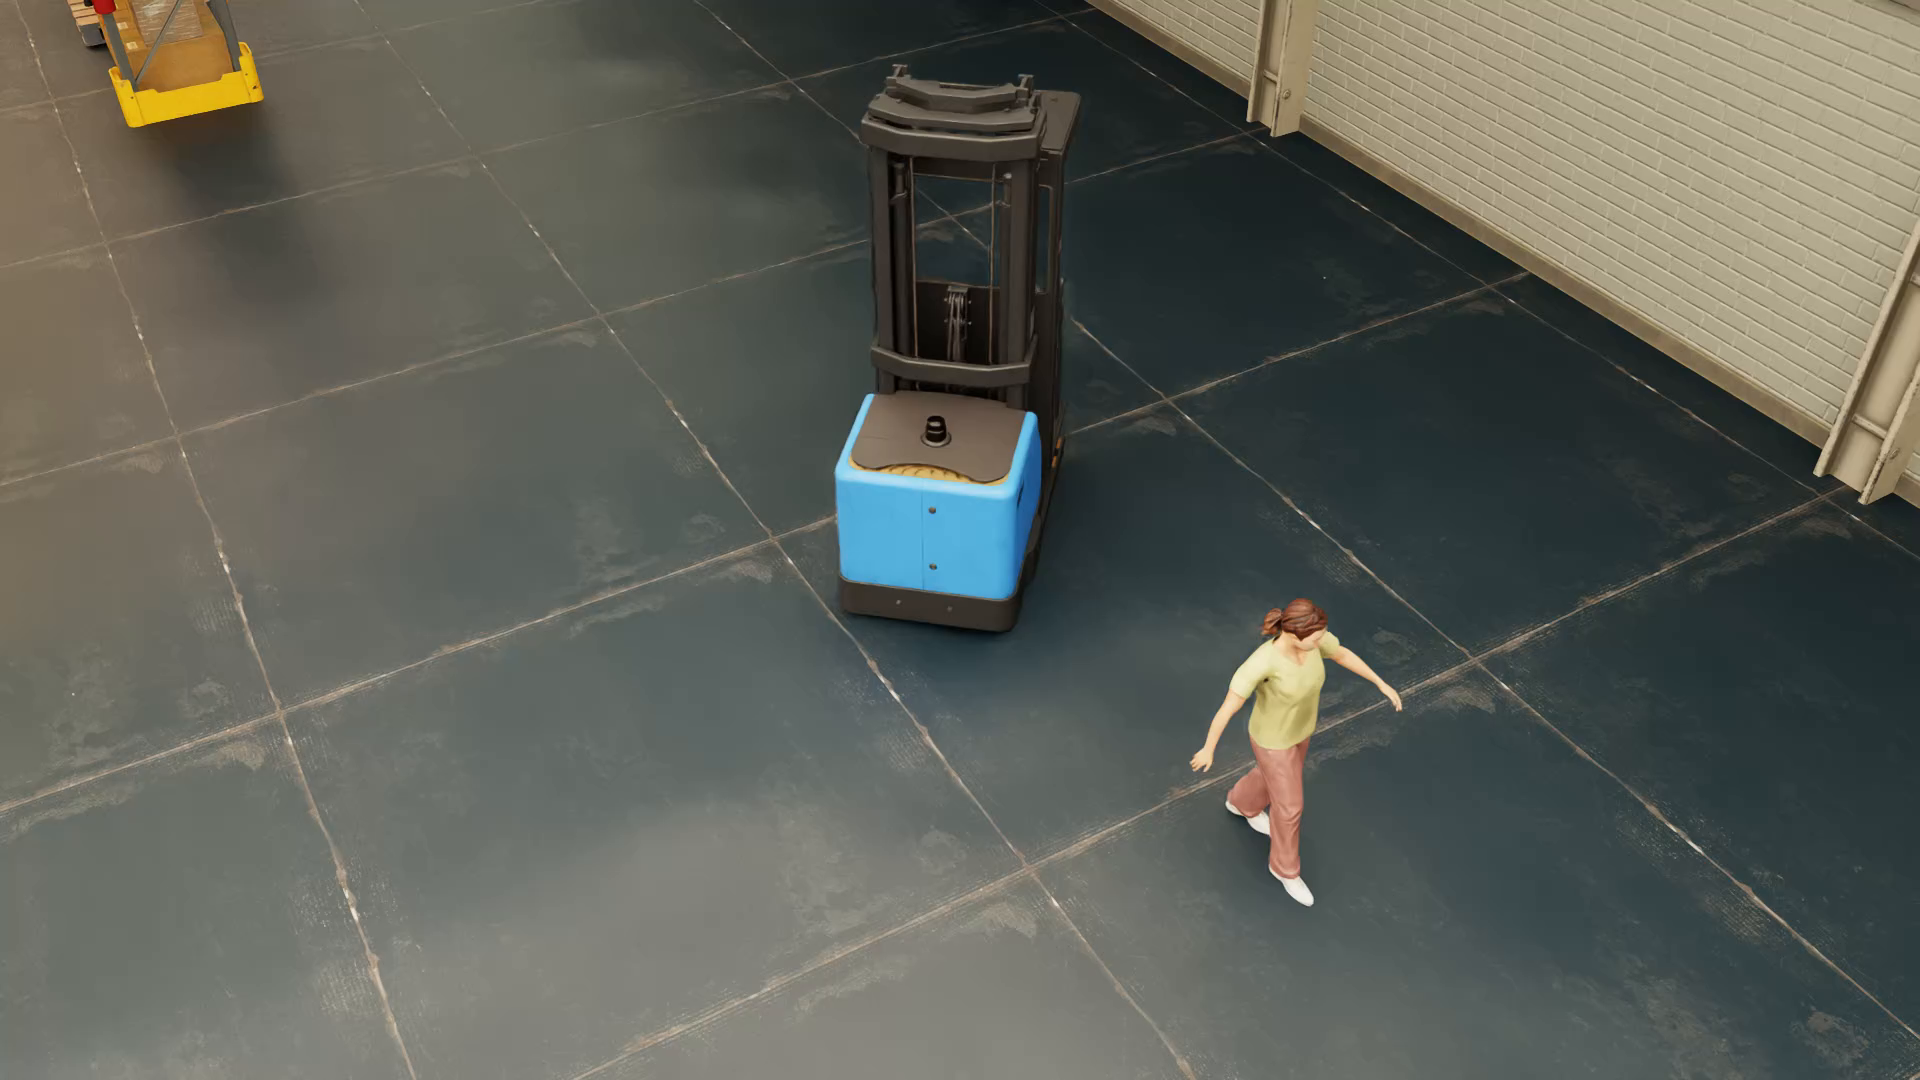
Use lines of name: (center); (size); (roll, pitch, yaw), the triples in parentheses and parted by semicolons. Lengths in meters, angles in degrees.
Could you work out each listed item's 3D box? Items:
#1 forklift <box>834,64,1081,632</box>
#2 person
forklift: (0.079, -1.544, 9.898); (1.130, 2.935, 3.031); (7, 40, 8)
person: (1.559, 0.961, 7.901); (0.885, 1.663, 0.716); (-30, 48, -31)
